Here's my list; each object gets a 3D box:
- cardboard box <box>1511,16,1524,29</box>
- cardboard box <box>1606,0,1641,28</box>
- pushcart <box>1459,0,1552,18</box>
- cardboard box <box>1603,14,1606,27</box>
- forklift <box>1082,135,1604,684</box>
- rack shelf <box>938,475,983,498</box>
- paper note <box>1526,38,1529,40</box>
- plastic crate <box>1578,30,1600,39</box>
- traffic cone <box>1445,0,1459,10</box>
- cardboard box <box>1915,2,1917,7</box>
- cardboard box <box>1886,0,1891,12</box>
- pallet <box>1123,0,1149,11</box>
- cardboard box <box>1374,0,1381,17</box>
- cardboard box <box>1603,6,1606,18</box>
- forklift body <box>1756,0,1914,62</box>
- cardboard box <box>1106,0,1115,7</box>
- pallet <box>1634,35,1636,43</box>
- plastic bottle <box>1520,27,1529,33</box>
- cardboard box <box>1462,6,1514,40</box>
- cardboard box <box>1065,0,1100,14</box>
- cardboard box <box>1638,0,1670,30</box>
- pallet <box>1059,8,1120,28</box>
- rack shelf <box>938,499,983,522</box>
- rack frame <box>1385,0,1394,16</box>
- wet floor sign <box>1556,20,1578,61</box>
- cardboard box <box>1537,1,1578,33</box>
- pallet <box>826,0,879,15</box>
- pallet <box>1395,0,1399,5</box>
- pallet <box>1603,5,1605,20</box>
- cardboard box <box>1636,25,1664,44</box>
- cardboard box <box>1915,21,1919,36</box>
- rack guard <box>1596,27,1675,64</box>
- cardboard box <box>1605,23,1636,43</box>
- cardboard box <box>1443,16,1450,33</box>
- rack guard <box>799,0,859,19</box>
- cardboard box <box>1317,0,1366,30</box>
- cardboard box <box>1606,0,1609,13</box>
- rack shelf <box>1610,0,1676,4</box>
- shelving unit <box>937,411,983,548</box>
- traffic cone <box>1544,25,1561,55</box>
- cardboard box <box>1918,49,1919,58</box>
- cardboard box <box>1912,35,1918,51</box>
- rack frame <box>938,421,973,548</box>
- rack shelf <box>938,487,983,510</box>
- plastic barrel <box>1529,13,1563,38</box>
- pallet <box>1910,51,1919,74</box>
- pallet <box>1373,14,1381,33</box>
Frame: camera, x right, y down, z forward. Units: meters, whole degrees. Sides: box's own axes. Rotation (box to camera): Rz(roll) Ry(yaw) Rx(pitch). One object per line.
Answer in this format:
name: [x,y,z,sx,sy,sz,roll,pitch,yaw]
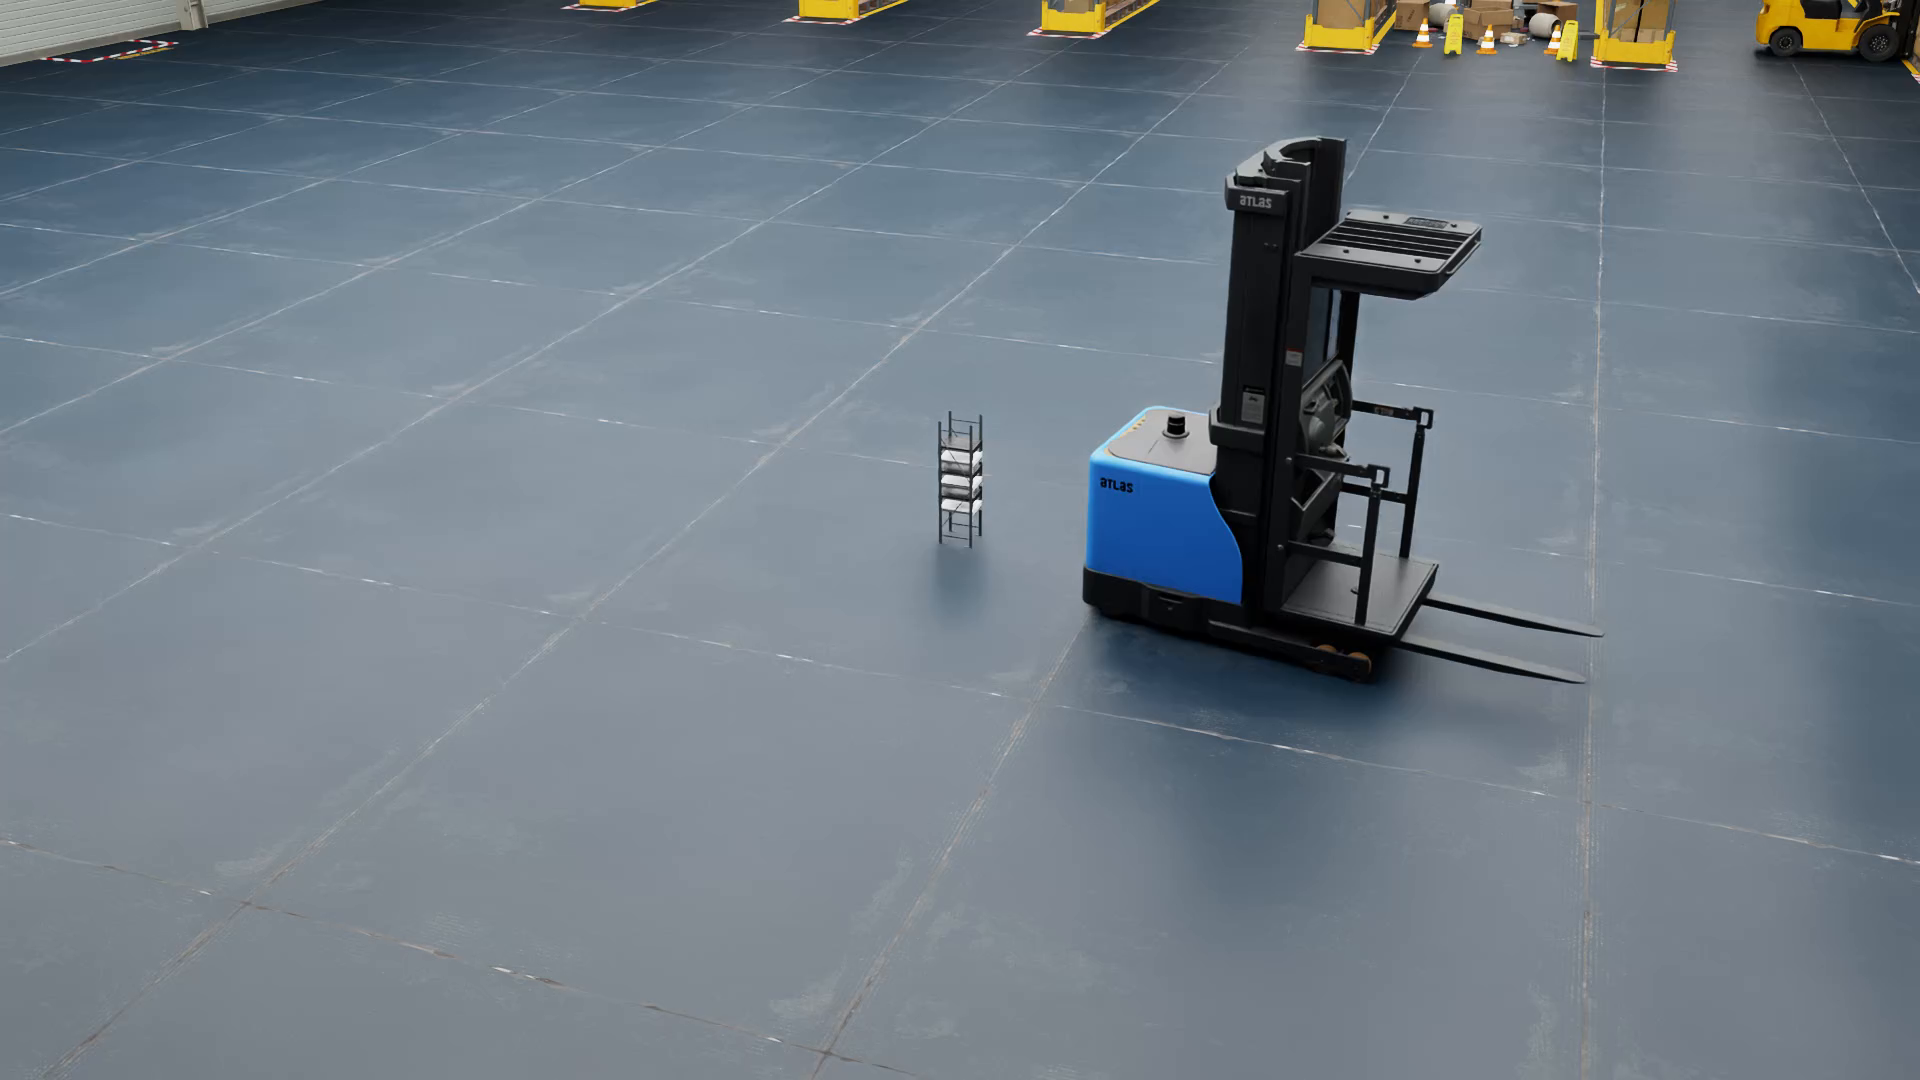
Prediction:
cardboard box: [10.485,-9.884,31.584,0.258,0.266,0.396,-9,27,-18]
cardboard box: [11.469,-9.151,28.744,0.500,0.500,0.500,9,27,18]
pushcart: [10.613,-10.268,32.248,1.648,0.377,0.936,0,26,-1]
cardboard box: [11.813,-9.245,29.799,0.500,0.250,0.500,8,27,16]
forklift: [2.320,-0.756,9.672,3.031,2.935,1.130,13,29,25]
rack shelf: [0.003,-0.378,11.299,0.258,0.077,0.200,9,27,17]
paper note: [10.310,-9.158,30.365,0.148,0.019,0.142,20,32,35]
plastic crate: [11.484,-9.298,30.586,0.402,0.080,0.583,0,26,-1]
traffic cone: [9.949,-11.005,33.672,0.336,0.463,0.334,9,27,17]
cardboard box: [16.489,-9.039,28.226,0.500,0.250,0.500,8,27,16]
cardboard box: [17.890,-10.074,31.081,0.875,0.625,0.625,8,27,17]
pallet: [3.245,-11.039,34.032,1.003,0.211,1.213,9,27,17]
cardboard box: [7.507,-10.428,31.526,0.875,0.875,0.875,9,27,18]
cardboard box: [12.329,-9.887,31.124,0.500,0.250,0.500,7,27,15]
forklift body: [15.041,-9.438,28.499,2.313,2.155,1.214,9,27,17]
cardboard box: [2.720,-10.755,32.631,0.500,0.500,0.500,11,28,22]
pallet: [11.778,-8.600,28.992,1.003,0.211,1.213,9,27,17]
plastic bottle: [10.582,-9.557,31.143,0.133,0.061,0.283,14,29,26]
cardboard box: [9.646,-9.460,30.434,0.797,0.503,0.637,-9,27,-18]
cardboard box: [2.327,-10.250,31.588,0.500,0.500,0.500,14,29,27]
cardboard box: [11.985,-9.085,28.608,0.500,0.500,0.500,8,27,16]
pallet: [2.433,-10.037,31.961,1.003,0.211,1.213,9,27,17]
rack shelf: [0.003,-0.216,11.377,0.258,0.077,0.200,9,27,17]
rack frame: [8.078,-11.815,32.433,1.000,3.000,0.127,9,27,17]
wet floor sign: [10.377,-8.512,28.314,0.267,0.644,0.232,20,32,35]
cardboard box: [11.140,-9.771,31.079,0.500,0.500,0.500,-14,29,-27]
pallet: [-2.311,-10.766,33.467,1.003,0.211,1.213,9,27,17]
pallet: [8.668,-11.391,34.757,1.003,0.211,1.213,9,27,17]
pallet: [13.038,-10.203,32.305,1.003,0.211,1.213,9,27,17]
cardboard box: [11.978,-8.737,28.751,0.500,0.250,0.500,9,27,17]
cardboard box: [16.327,-8.618,27.930,0.500,0.250,0.500,8,27,16]
rack guard: [11.474,-8.401,28.251,1.175,0.500,0.348,9,27,17]
cardboard box: [11.472,-8.827,28.936,0.500,0.250,0.500,9,27,17]
cardboard box: [9.243,-9.611,31.018,0.396,0.266,0.258,14,29,26]
rack guard: [-2.586,-10.563,32.716,1.175,0.500,0.348,9,27,17]
cardboard box: [6.911,-9.692,30.005,0.875,0.875,0.875,9,27,18]
cardboard box: [11.814,-9.572,29.614,0.500,0.500,0.500,8,27,16]
rack shelf: [12.114,-9.993,29.496,1.077,0.370,4.000,9,27,17]
shelving unit: [0.003,-0.408,11.284,0.258,0.900,0.210,9,27,17]
traffic cone: [10.375,-8.717,28.946,0.336,0.463,0.334,9,27,17]
cardboard box: [15.989,-7.967,27.159,0.500,0.250,0.500,9,27,18]
cardboard box: [16.339,-8.374,28.000,0.500,0.250,0.500,9,27,18]
rack frame: [-0.031,-0.367,11.198,0.240,0.900,0.006,9,27,17]
rack shelf: [0.003,-0.297,11.338,0.258,0.077,0.200,9,27,17]
plastic barrel: [10.708,-9.403,30.409,0.421,0.421,0.512,-14,29,-27]
pallet: [16.346,-7.842,27.427,1.003,0.211,1.213,9,27,17]
pallet: [7.347,-9.755,31.380,1.003,0.211,1.213,9,27,17]
